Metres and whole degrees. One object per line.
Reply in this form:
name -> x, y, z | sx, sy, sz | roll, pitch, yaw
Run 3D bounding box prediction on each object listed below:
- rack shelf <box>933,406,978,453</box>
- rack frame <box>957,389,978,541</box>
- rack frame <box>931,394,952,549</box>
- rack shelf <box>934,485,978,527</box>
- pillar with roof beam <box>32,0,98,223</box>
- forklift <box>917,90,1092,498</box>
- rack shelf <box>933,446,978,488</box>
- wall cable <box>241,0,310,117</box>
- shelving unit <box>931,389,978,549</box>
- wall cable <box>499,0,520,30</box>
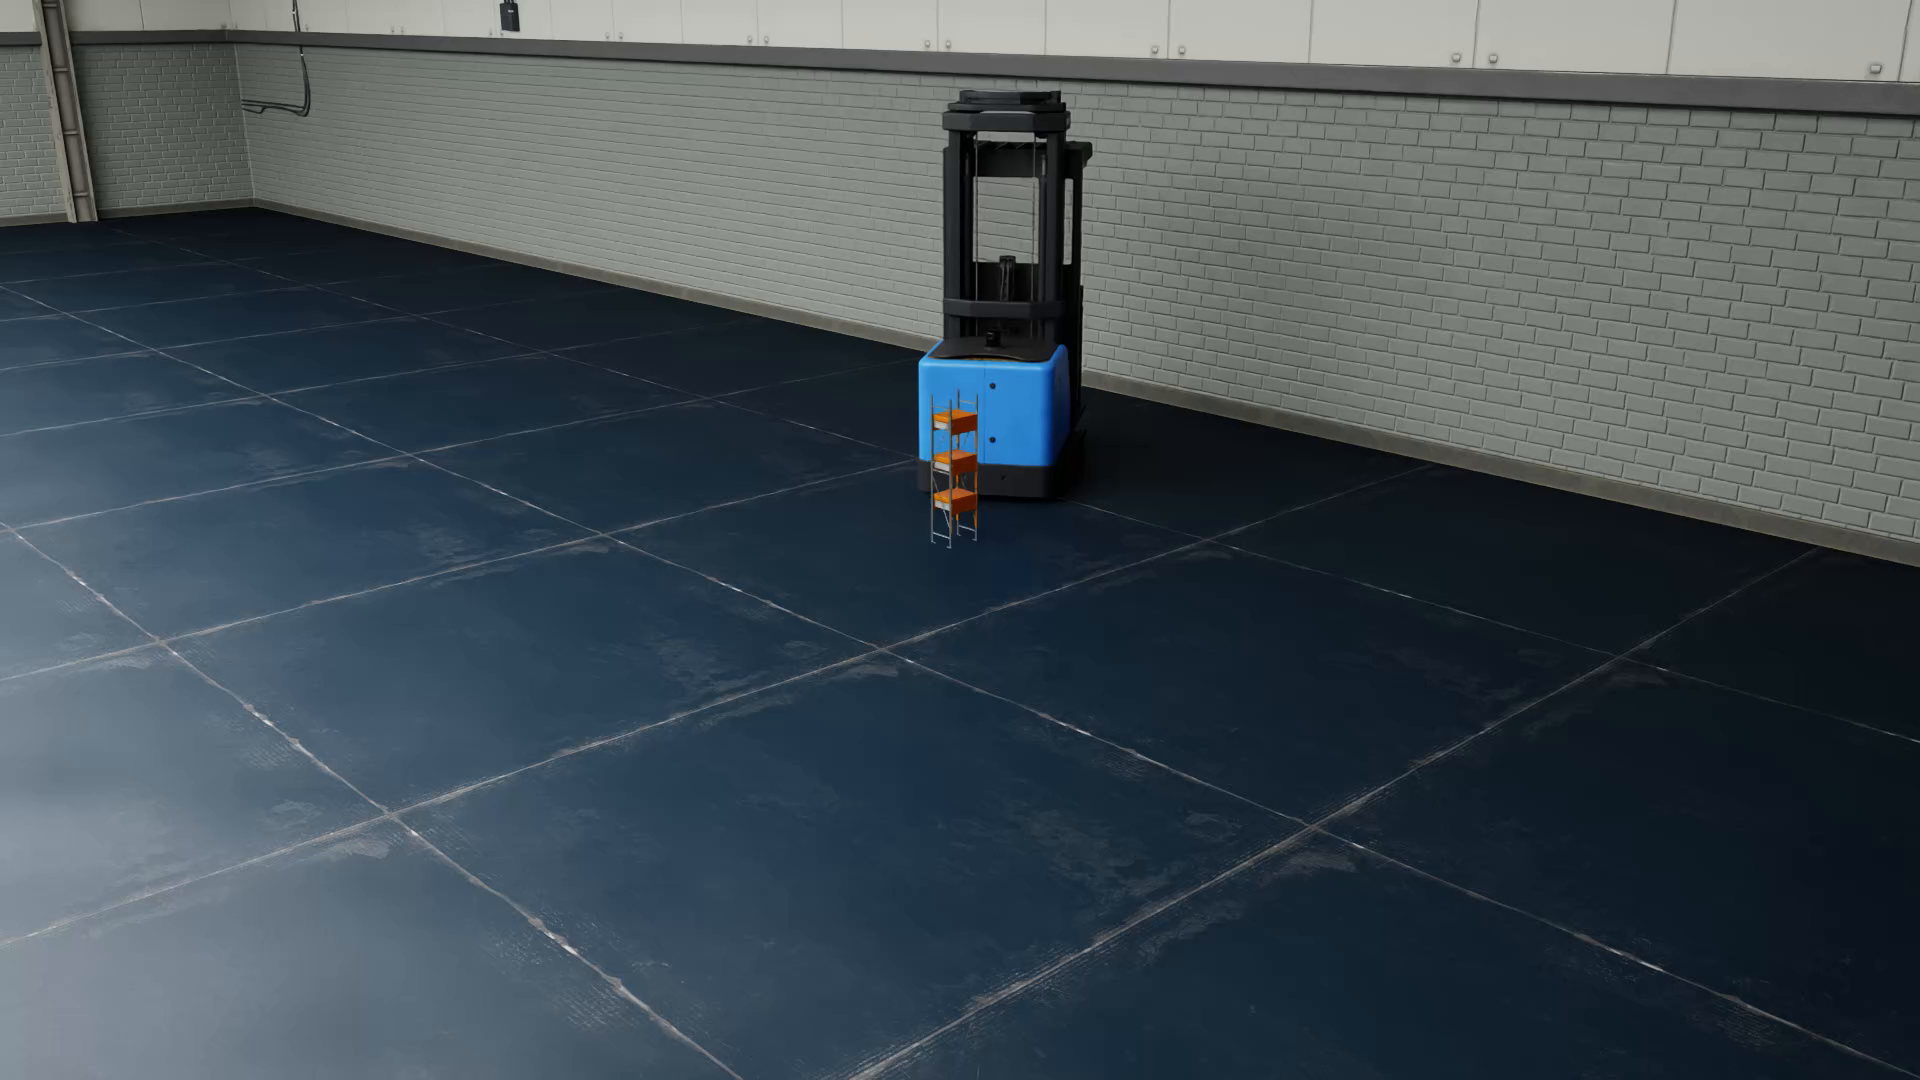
rack shelf -> -0.039, -0.748, 11.325 | 0.240, 0.259, 0.215 | -16, 24, -41
rack frame -> 0.050, -0.514, 11.489 | 0.008, 1.050, 0.200 | -16, 24, -41
rack frame -> -0.128, -0.462, 11.329 | 0.008, 1.050, 0.200 | -16, 24, -41
rack shelf -> -0.039, -0.214, 11.498 | 0.240, 0.259, 0.215 | -16, 24, -41
pillar with roof beam -> -12.029, -8.767, 24.056 | 0.400, 9.000, 9.100 | -16, 24, -41
forklift -> 0.454, -2.120, 13.393 | 1.130, 2.935, 3.031 | 3, 18, 10
rack shelf -> -0.039, -0.478, 11.412 | 0.240, 0.259, 0.215 | -16, 24, -41
wall cable -> -11.937, -8.583, 28.522 | 0.112, 2.526, 3.097 | -16, 24, -41
shelving unit -> -0.039, -0.488, 11.409 | 0.252, 1.050, 0.215 | -16, 24, -41
wall cable -> -5.426, -9.547, 20.946 | 0.169, 6.003, 2.305 | -16, 24, -41
